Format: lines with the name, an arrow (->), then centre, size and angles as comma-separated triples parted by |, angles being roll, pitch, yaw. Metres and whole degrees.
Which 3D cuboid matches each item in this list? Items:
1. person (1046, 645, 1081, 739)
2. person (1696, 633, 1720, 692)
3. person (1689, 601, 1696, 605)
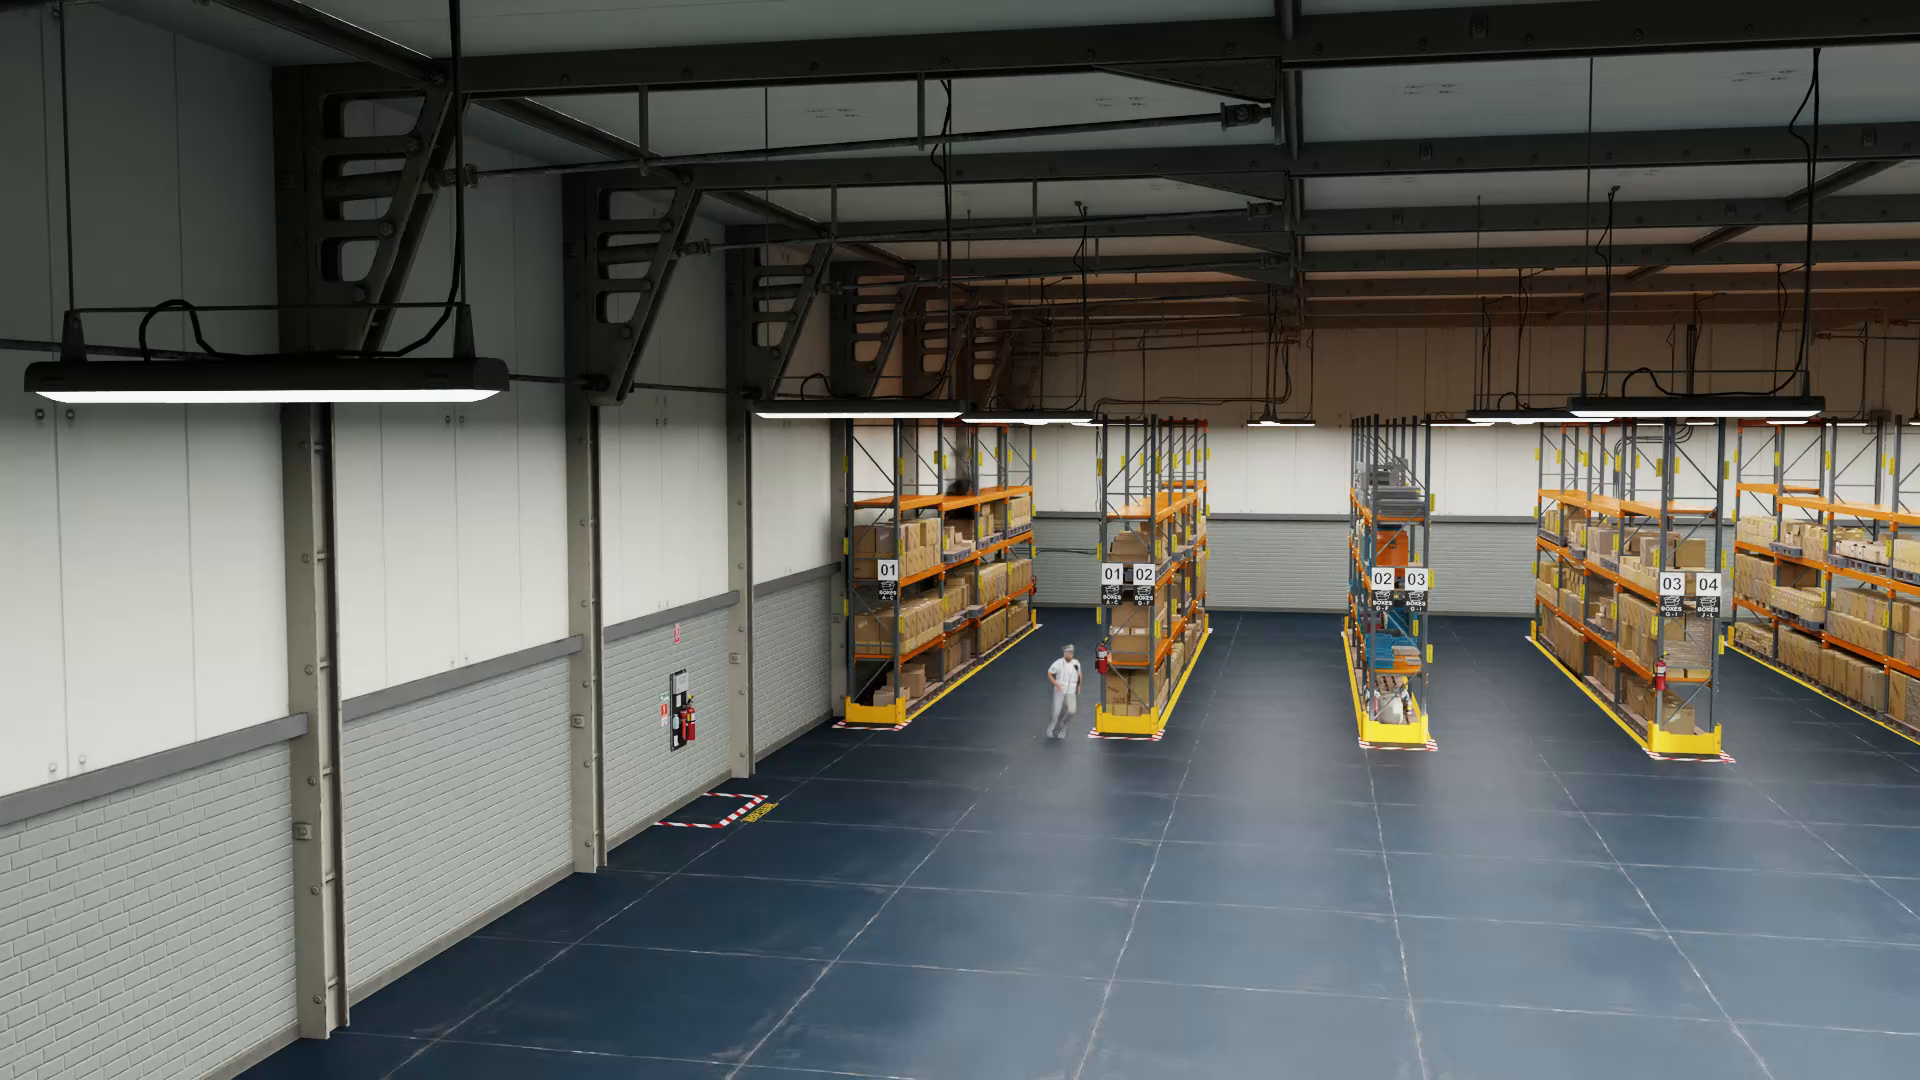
person -> 1.967, 2.814, 30.832 | 0.722, 1.765, 0.636 | -1, 4, -15
person -> 16.277, 2.471, 36.173 | 0.638, 1.715, 0.818 | 0, 4, 4
person -> 19.200, 1.937, 44.265 | 0.763, 1.673, 0.671 | 2, 4, 31
